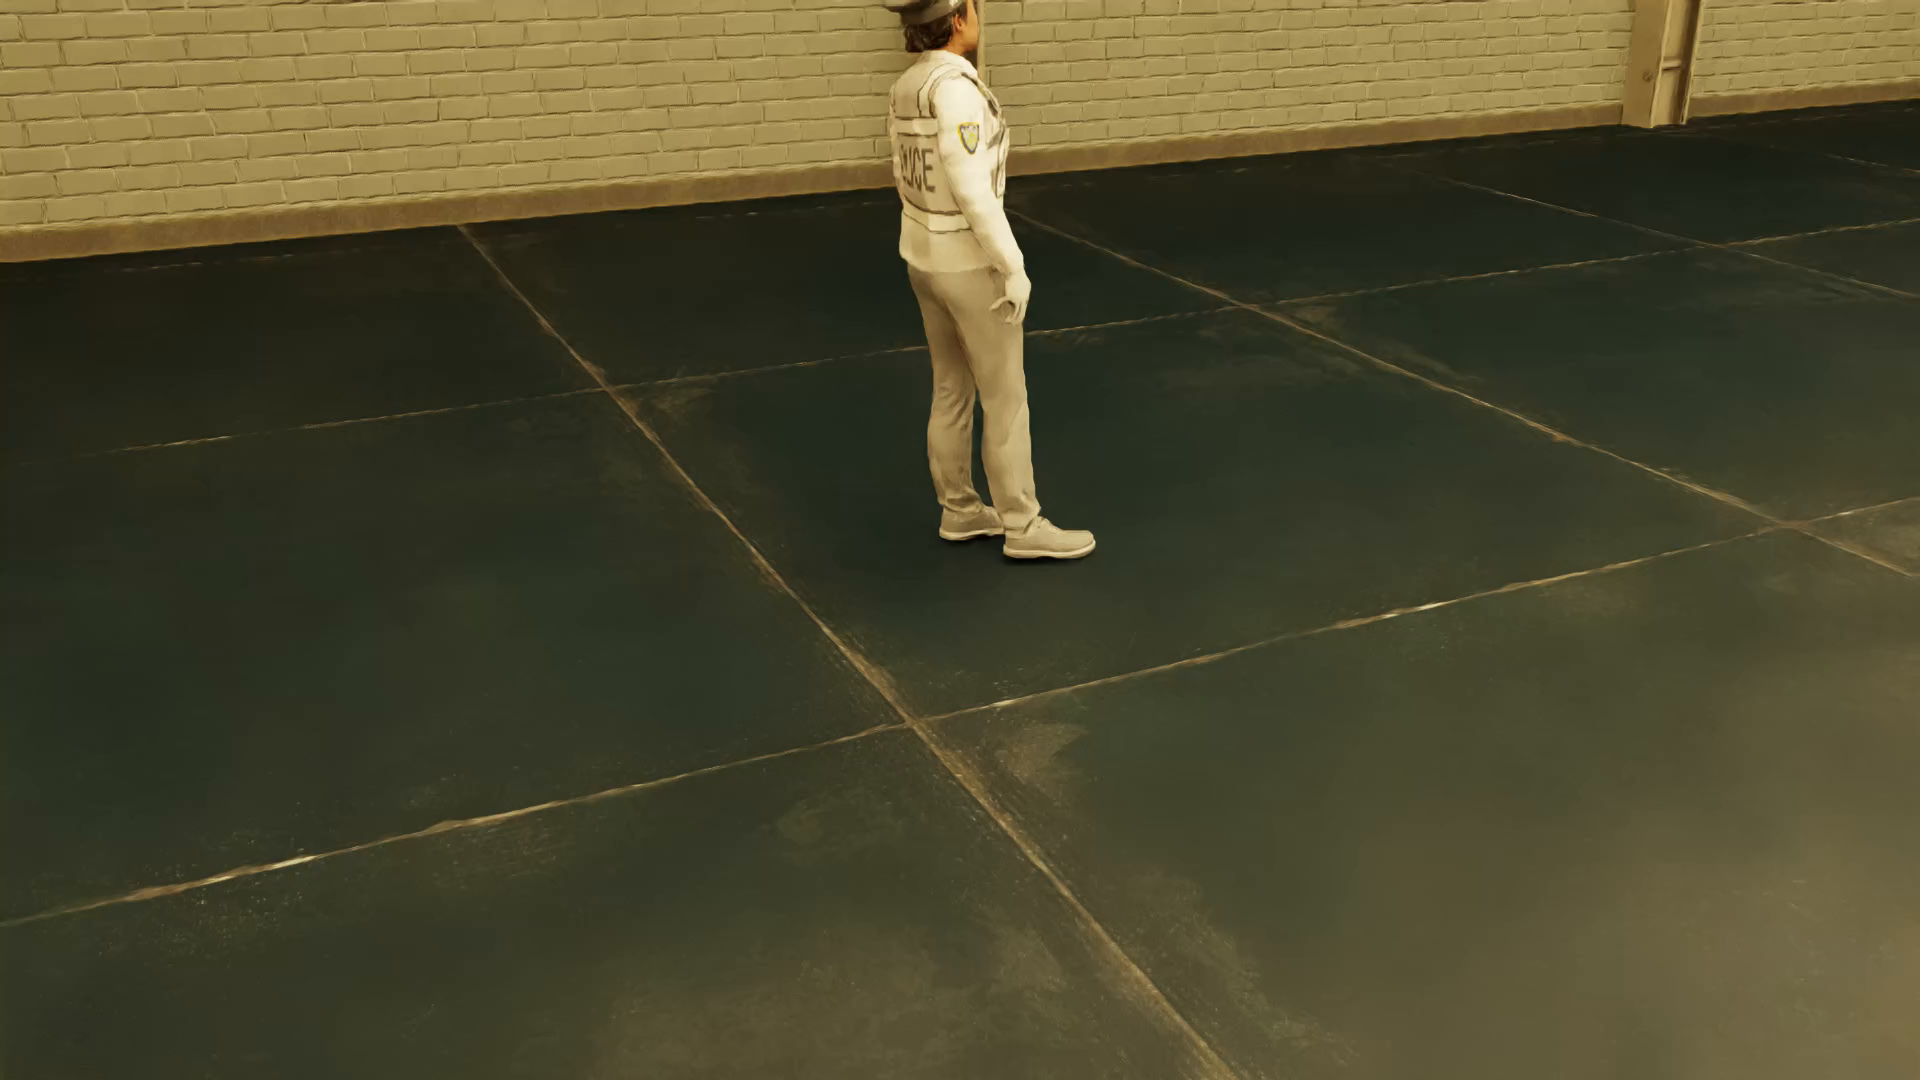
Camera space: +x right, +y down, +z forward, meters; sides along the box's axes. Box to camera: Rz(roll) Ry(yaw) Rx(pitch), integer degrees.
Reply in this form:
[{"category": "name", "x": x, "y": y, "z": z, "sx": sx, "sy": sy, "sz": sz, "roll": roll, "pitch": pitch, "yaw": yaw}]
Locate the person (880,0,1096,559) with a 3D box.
[{"category": "person", "x": 0.064, "y": -0.798, "z": 4.799, "sx": 0.532, "sy": 1.695, "sz": 0.586, "roll": -10, "pitch": 25, "yaw": -23}]
